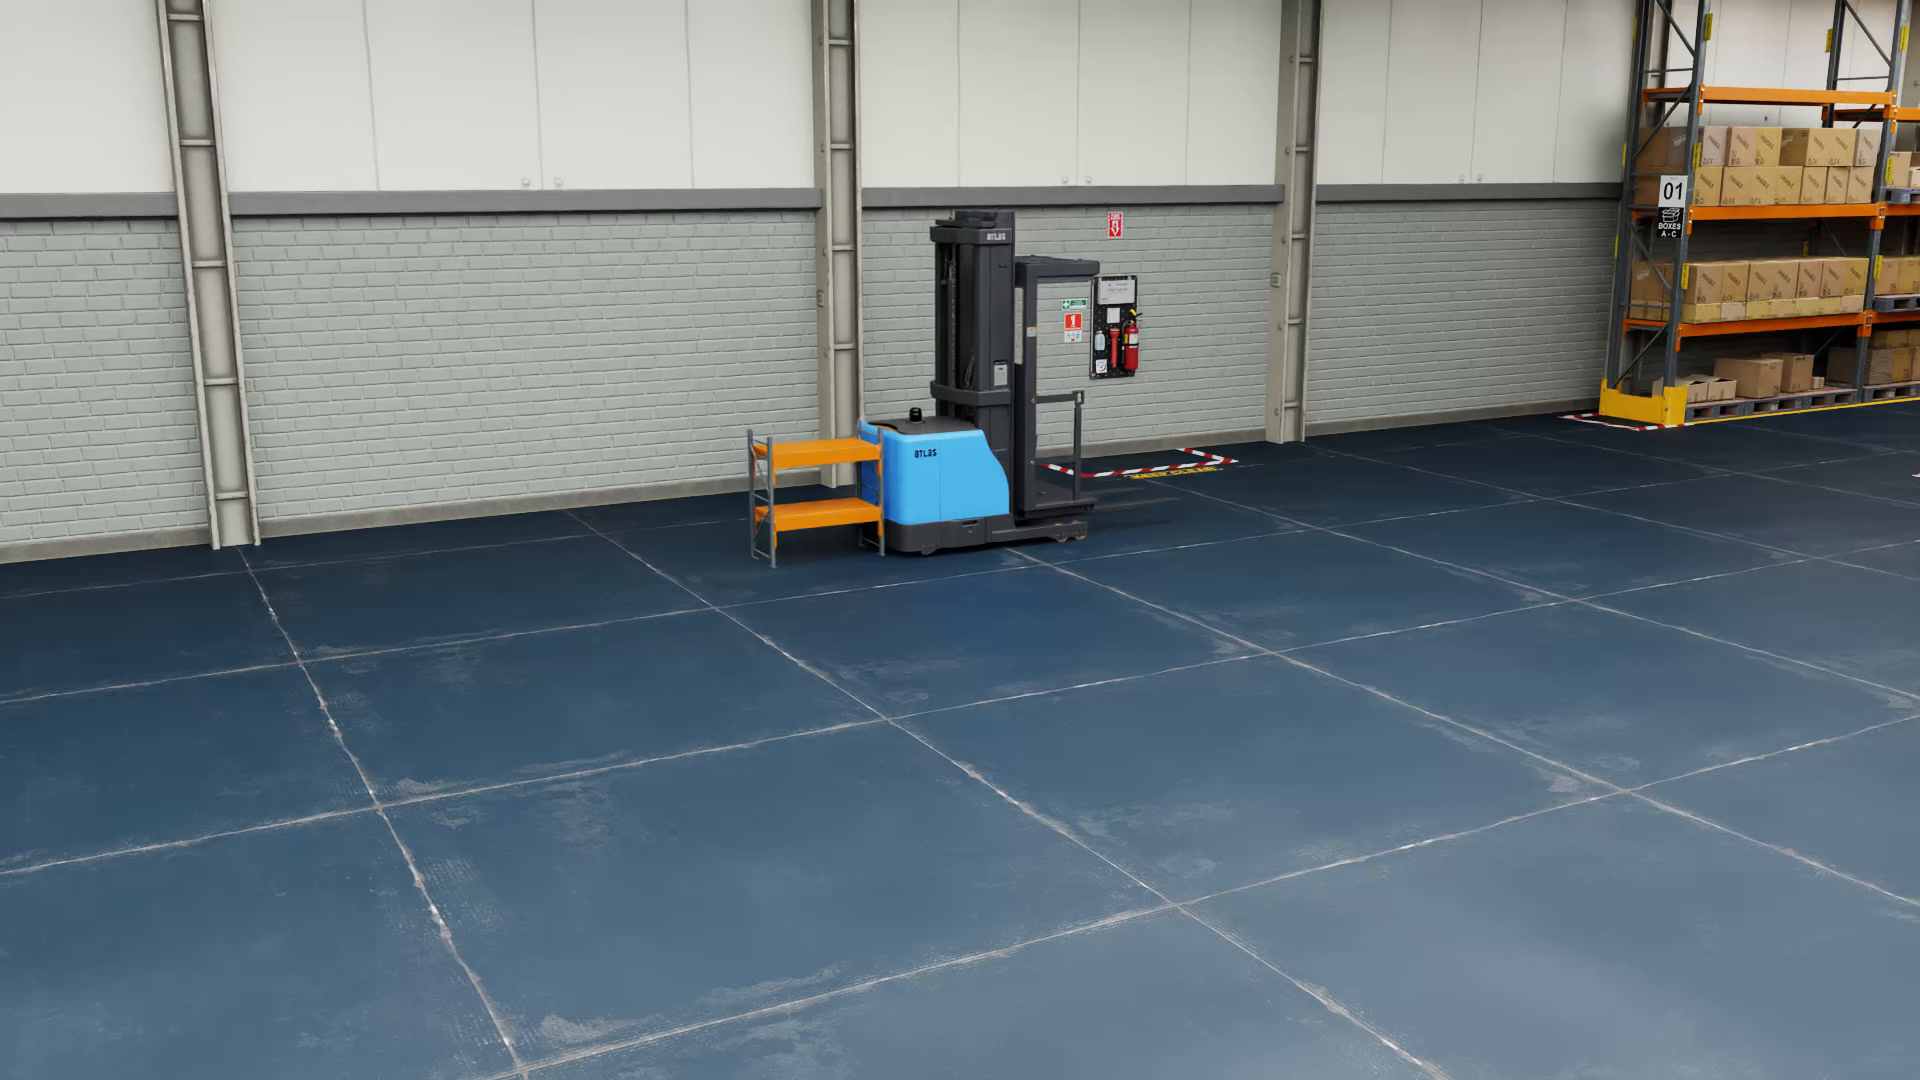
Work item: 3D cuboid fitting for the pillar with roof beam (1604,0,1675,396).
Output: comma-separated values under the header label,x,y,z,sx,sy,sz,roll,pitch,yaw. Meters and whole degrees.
label,x,y,z,sx,sy,sz,roll,pitch,yaw
pillar with roof beam,11.341,-5.422,18.704,0.400,9.000,9.100,-7,14,-28

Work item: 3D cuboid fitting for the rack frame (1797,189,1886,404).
label,x,y,z,sx,sy,sz,roll,pitch,yaw
rack frame,12.589,-3.505,23.851,0.127,3.000,1.000,-7,14,-28

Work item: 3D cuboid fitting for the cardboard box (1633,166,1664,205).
label,x,y,z,sx,sy,sz,roll,pitch,yaw
cardboard box,9.323,-4.699,22.051,0.500,0.500,0.500,-6,14,-24

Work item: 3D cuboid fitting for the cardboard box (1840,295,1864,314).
label,x,y,z,sx,sy,sz,roll,pitch,yaw
cardboard box,12.319,-3.333,23.385,0.500,0.250,0.500,-7,14,-28

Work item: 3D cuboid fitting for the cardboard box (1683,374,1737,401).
label,x,y,z,sx,sy,sz,roll,pitch,yaw
cardboard box,10.229,-2.102,22.741,0.500,0.311,0.500,-6,14,-23

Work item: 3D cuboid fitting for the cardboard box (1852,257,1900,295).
label,x,y,z,sx,sy,sz,roll,pitch,yaw
cardboard box,13.052,-3.815,24.001,0.500,0.500,0.700,-7,14,-28

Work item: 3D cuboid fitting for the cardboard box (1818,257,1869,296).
label,x,y,z,sx,sy,sz,roll,pitch,yaw
cardboard box,12.322,-3.698,23.298,0.500,0.500,0.500,-7,14,-28

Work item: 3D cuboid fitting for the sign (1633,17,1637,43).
label,x,y,z,sx,sy,sz,roll,pitch,yaw
sign,8.830,-6.653,21.688,0.005,0.325,0.100,-7,14,-28

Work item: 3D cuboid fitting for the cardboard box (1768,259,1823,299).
label,x,y,z,sx,sy,sz,roll,pitch,yaw
cardboard box,11.440,-3.594,22.833,0.500,0.500,0.500,-7,15,-29

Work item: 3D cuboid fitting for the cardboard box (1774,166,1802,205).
label,x,y,z,sx,sy,sz,roll,pitch,yaw
cardboard box,10.894,-4.759,22.317,0.500,0.500,0.500,-6,14,-24

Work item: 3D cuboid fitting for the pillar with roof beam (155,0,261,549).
label,x,y,z,sx,sy,sz,roll,pitch,yaw
pillar with roof beam,-4.458,-3.528,10.290,0.400,9.000,9.100,-7,14,-28

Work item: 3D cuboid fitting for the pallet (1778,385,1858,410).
label,x,y,z,sx,sy,sz,roll,pitch,yaw
pallet,12.017,-2.067,23.813,1.213,0.211,1.003,-7,14,-28

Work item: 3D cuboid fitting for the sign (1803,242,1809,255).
label,x,y,z,sx,sy,sz,roll,pitch,yaw
sign,12.320,-4.176,24.198,0.005,0.325,0.100,-7,14,-28

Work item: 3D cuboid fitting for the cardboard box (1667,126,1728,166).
label,x,y,z,sx,sy,sz,roll,pitch,yaw
cardboard box,9.533,-5.088,21.501,0.500,0.500,0.500,-8,15,-32

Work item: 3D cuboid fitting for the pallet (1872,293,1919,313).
label,x,y,z,sx,sy,sz,roll,pitch,yaw
pallet,13.330,-3.464,24.105,1.213,0.211,1.003,-7,14,-28

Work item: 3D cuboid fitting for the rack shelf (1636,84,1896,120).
label,x,y,z,sx,sy,sz,roll,pitch,yaw
rack shelf,10.834,-5.869,22.337,4.000,0.370,1.077,-7,14,-28

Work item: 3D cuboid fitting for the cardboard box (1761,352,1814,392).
label,x,y,z,sx,sy,sz,roll,pitch,yaw
cardboard box,11.697,-2.383,23.558,0.500,0.500,0.500,-8,15,-32

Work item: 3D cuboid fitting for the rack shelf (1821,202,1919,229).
label,x,y,z,sx,sy,sz,roll,pitch,yaw
rack shelf,14.345,-4.828,24.536,4.000,0.370,1.077,-7,14,-28

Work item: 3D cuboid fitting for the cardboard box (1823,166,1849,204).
label,x,y,z,sx,sy,sz,roll,pitch,yaw
cardboard box,11.814,-4.875,22.836,0.500,0.500,0.500,-8,15,-33

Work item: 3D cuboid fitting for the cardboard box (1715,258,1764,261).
label,x,y,z,sx,sy,sz,roll,pitch,yaw
cardboard box,10.730,-3.636,23.024,0.500,0.500,0.500,-7,14,-27

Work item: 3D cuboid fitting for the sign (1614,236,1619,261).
label,x,y,z,sx,sy,sz,roll,pitch,yaw
sign,8.830,-3.912,22.304,0.005,0.325,0.100,-7,14,-28

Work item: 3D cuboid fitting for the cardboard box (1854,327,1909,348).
label,x,y,z,sx,sy,sz,roll,pitch,yaw
cardboard box,13.612,-2.994,24.562,0.500,0.250,0.500,-7,15,-29

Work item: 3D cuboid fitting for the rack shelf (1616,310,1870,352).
label,x,y,z,sx,sy,sz,roll,pitch,yaw
rack shelf,10.834,-2.944,22.995,4.000,0.370,1.077,-7,14,-28

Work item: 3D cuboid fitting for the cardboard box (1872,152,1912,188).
label,x,y,z,sx,sy,sz,roll,pitch,yaw
cardboard box,13.107,-5.264,23.652,0.500,0.500,0.500,-5,13,-20

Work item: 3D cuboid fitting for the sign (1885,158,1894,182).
label,x,y,z,sx,sy,sz,roll,pitch,yaw
sign,12.856,-5.117,23.004,0.005,0.325,0.100,-7,14,-28

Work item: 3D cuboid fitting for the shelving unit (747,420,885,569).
label,x,y,z,sx,sy,sz,roll,pitch,yaw
shelving unit,-1.238,-0.406,14.353,1.048,1.125,0.538,-7,14,-27

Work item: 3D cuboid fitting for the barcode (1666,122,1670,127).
label,x,y,z,sx,sy,sz,roll,pitch,yaw
barcode,9.462,-5.548,22.226,0.075,0.075,0.001,-7,14,-28

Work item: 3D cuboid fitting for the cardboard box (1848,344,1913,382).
label,x,y,z,sx,sy,sz,roll,pitch,yaw
cardboard box,13.657,-2.645,24.720,0.500,0.500,0.700,-7,15,-29

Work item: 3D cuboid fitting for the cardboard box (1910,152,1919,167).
label,x,y,z,sx,sy,sz,roll,pitch,yaw
cardboard box,14.190,-5.394,24.229,0.500,0.500,0.500,-7,15,-30

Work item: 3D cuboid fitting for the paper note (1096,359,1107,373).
label,x,y,z,sx,sy,sz,roll,pitch,yaw
paper note,1.636,-2.006,19.195,0.142,0.148,0.016,-7,14,-28

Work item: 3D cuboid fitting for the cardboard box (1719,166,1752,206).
label,x,y,z,sx,sy,sz,roll,pitch,yaw
cardboard box,9.980,-4.643,21.802,0.500,0.500,0.500,-6,14,-24

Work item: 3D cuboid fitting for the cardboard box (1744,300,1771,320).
label,x,y,z,sx,sy,sz,roll,pitch,yaw
cardboard box,10.558,-3.121,22.440,0.500,0.250,0.500,-7,15,-29

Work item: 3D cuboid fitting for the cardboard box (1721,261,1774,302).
label,x,y,z,sx,sy,sz,roll,pitch,yaw
cardboard box,10.536,-3.482,22.338,0.500,0.500,0.500,-7,15,-30

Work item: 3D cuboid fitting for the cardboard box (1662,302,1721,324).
label,x,y,z,sx,sy,sz,roll,pitch,yaw
cardboard box,9.659,-3.011,21.952,0.500,0.250,0.500,-7,15,-29

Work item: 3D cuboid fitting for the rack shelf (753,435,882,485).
label,x,y,z,sx,sy,sz,roll,pitch,yaw
rack shelf,-1.238,-0.692,14.289,1.000,0.278,0.538,-7,14,-27

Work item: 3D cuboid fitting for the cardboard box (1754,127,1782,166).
label,x,y,z,sx,sy,sz,roll,pitch,yaw
cardboard box,10.442,-5.187,21.942,0.500,0.500,0.500,-6,14,-26

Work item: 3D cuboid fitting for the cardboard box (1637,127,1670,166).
label,x,y,z,sx,sy,sz,roll,pitch,yaw
cardboard box,9.331,-5.190,21.955,0.500,0.500,0.500,-6,14,-25

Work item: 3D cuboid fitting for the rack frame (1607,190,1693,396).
label,x,y,z,sx,sy,sz,roll,pitch,yaw
rack frame,9.078,-3.084,21.982,0.127,3.000,1.000,-7,14,-28

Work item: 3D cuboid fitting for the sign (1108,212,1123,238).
label,x,y,z,sx,sy,sz,roll,pitch,yaw
sign,1.770,-3.590,18.949,0.199,0.298,0.001,-7,14,-28

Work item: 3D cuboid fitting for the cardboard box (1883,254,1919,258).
label,x,y,z,sx,sy,sz,roll,pitch,yaw
cardboard box,14.109,-3.948,24.590,0.500,0.500,0.700,-5,14,-20

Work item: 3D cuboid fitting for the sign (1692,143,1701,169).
label,x,y,z,sx,sy,sz,roll,pitch,yaw
sign,9.338,-4.869,21.092,0.005,0.325,0.100,-7,14,-28

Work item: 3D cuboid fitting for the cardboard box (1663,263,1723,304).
label,x,y,z,sx,sy,sz,roll,pitch,yaw
cardboard box,9.641,-3.379,21.879,0.500,0.500,0.500,-7,14,-28

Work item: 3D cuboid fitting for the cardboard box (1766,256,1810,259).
label,x,y,z,sx,sy,sz,roll,pitch,yaw
cardboard box,11.621,-3.745,23.504,0.500,0.500,0.500,-7,14,-28

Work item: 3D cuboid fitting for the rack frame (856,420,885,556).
label,x,y,z,sx,sy,sz,roll,pitch,yaw
rack frame,-0.788,-0.459,14.585,0.032,1.125,0.500,-7,14,-27

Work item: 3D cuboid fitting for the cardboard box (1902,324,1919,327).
label,x,y,z,sx,sy,sz,roll,pitch,yaw
cardboard box,14.514,-3.098,25.026,0.500,0.250,0.500,-7,14,-28

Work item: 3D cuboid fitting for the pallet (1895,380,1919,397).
label,x,y,z,sx,sy,sz,roll,pitch,yaw
pallet,14.344,-2.356,25.097,1.213,0.211,1.003,-7,14,-28

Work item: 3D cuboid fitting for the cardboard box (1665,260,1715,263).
label,x,y,z,sx,sy,sz,roll,pitch,yaw
cardboard box,9.837,-3.528,22.543,0.500,0.500,0.500,-7,14,-27

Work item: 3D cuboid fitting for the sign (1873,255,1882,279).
label,x,y,z,sx,sy,sz,roll,pitch,yaw
sign,12.856,-3.824,23.295,0.005,0.325,0.100,-7,14,-28

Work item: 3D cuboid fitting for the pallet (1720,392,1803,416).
label,x,y,z,sx,sy,sz,roll,pitch,yaw
pallet,10.944,-1.938,23.239,1.213,0.211,1.003,-7,14,-28

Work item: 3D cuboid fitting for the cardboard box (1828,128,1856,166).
label,x,y,z,sx,sy,sz,roll,pitch,yaw
cardboard box,11.801,-5.350,22.666,0.500,0.500,0.500,-6,14,-25

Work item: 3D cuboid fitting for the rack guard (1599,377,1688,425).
label,x,y,z,sx,sy,sz,roll,pitch,yaw
rack guard,9.145,-1.873,22.292,0.348,0.500,1.175,-7,14,-28

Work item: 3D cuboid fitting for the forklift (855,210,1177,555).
label,x,y,z,sx,sy,sz,roll,pitch,yaw
forklift,0.587,-1.508,15.134,3.031,2.935,1.130,-7,14,-28

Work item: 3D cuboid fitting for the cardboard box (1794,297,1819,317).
label,x,y,z,sx,sy,sz,roll,pitch,yaw
cardboard box,11.443,-3.227,22.911,0.500,0.250,0.500,-7,14,-28
